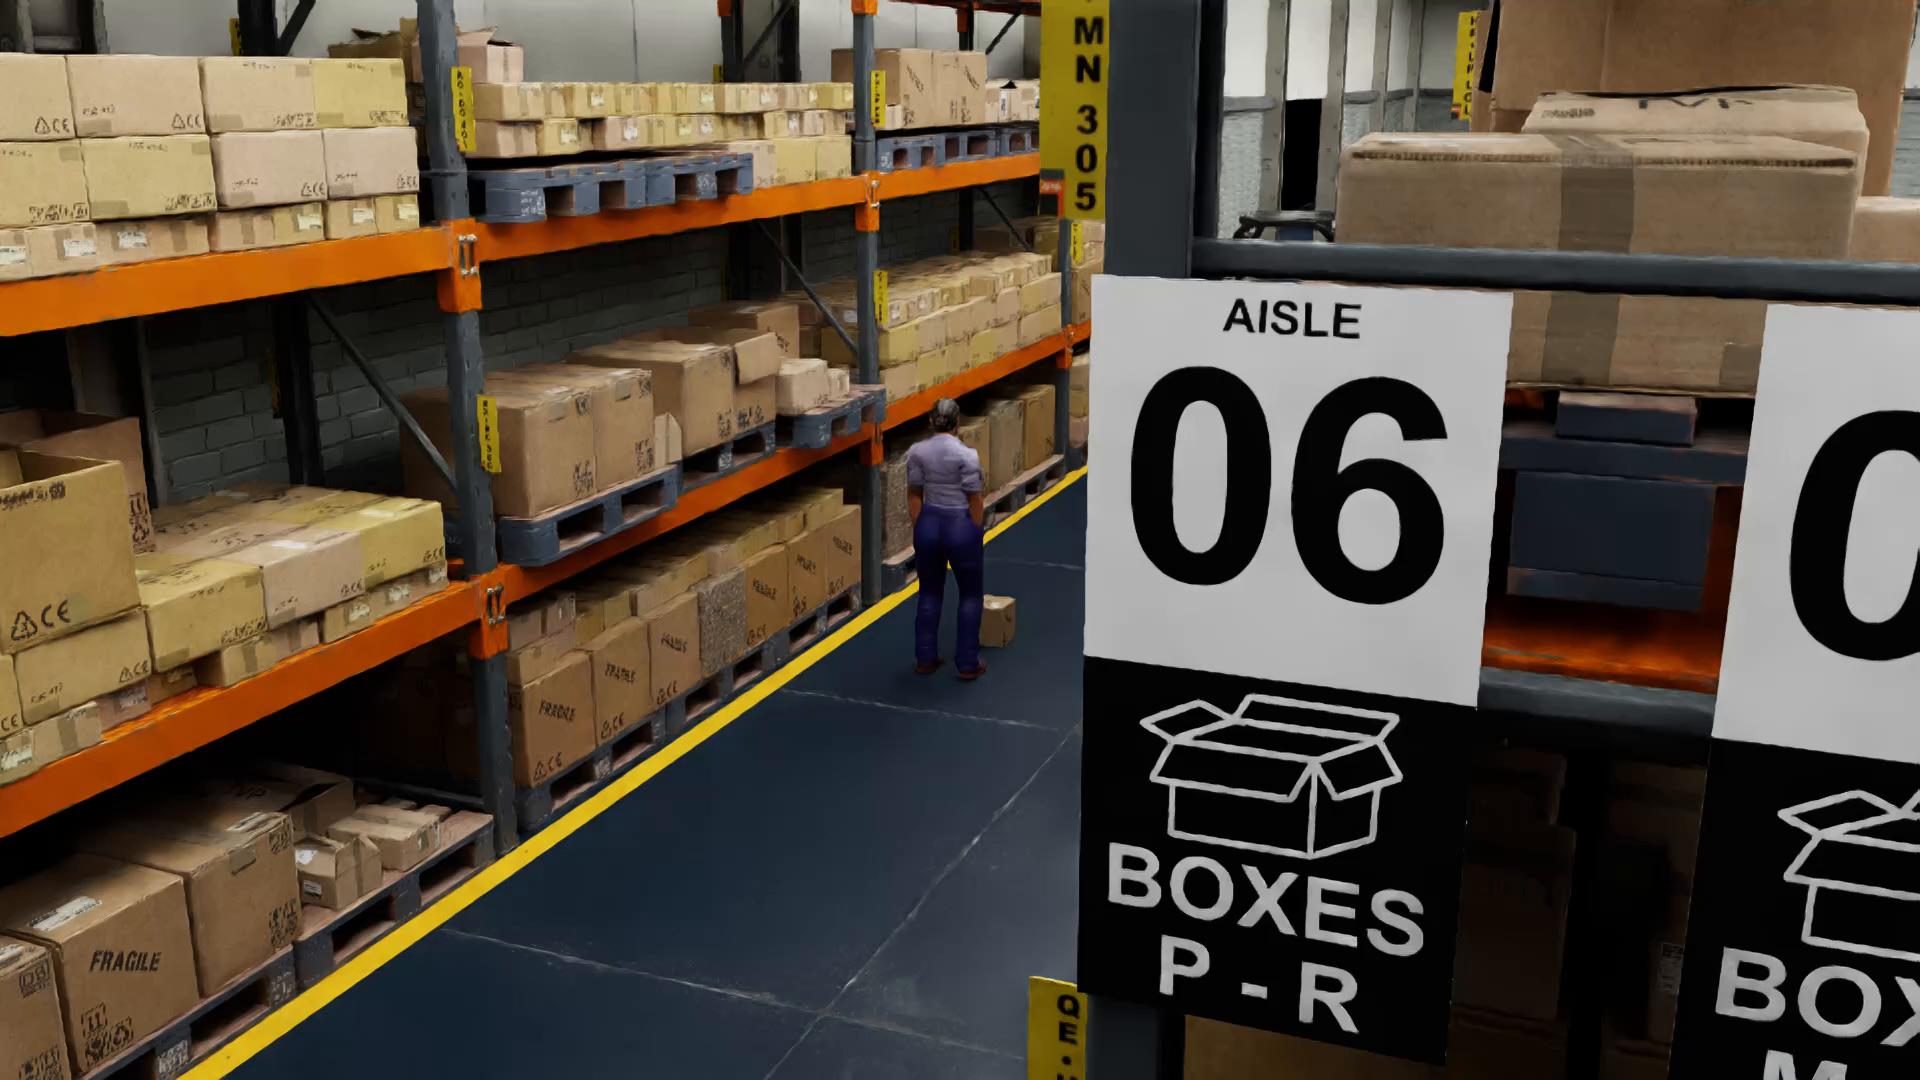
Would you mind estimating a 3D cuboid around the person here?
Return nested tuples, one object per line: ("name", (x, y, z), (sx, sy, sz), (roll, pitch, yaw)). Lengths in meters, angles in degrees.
("person", (-0.078, -0.016, 9.633), (0.471, 1.641, 0.341), (6, 17, 22))
